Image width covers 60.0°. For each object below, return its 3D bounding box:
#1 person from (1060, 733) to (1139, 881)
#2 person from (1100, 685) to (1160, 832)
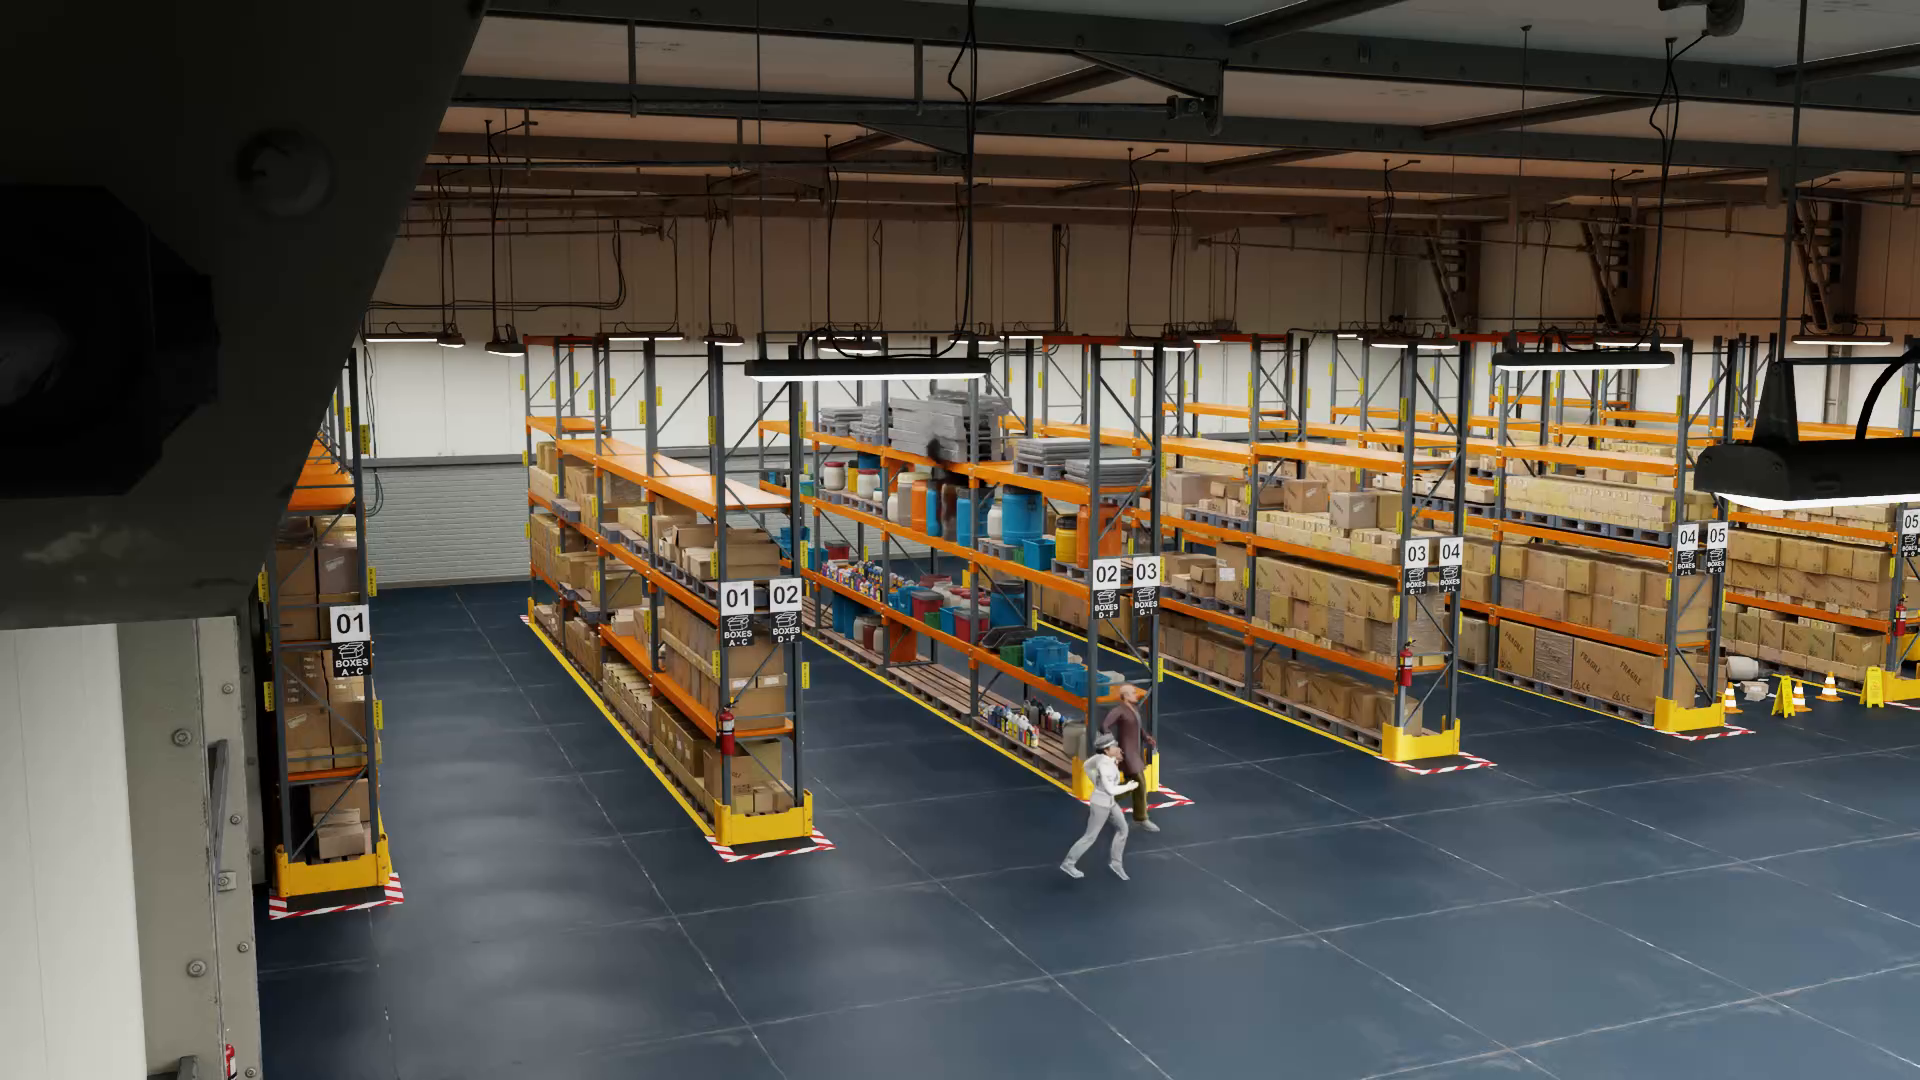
[{"bbox_3d":[1.576,3.014,18.763,0.873,1.742,0.625,1,8,6],"label":"person"},{"bbox_3d":[2.131,2.710,20.850,0.918,1.754,0.748,4,9,27],"label":"person"}]
